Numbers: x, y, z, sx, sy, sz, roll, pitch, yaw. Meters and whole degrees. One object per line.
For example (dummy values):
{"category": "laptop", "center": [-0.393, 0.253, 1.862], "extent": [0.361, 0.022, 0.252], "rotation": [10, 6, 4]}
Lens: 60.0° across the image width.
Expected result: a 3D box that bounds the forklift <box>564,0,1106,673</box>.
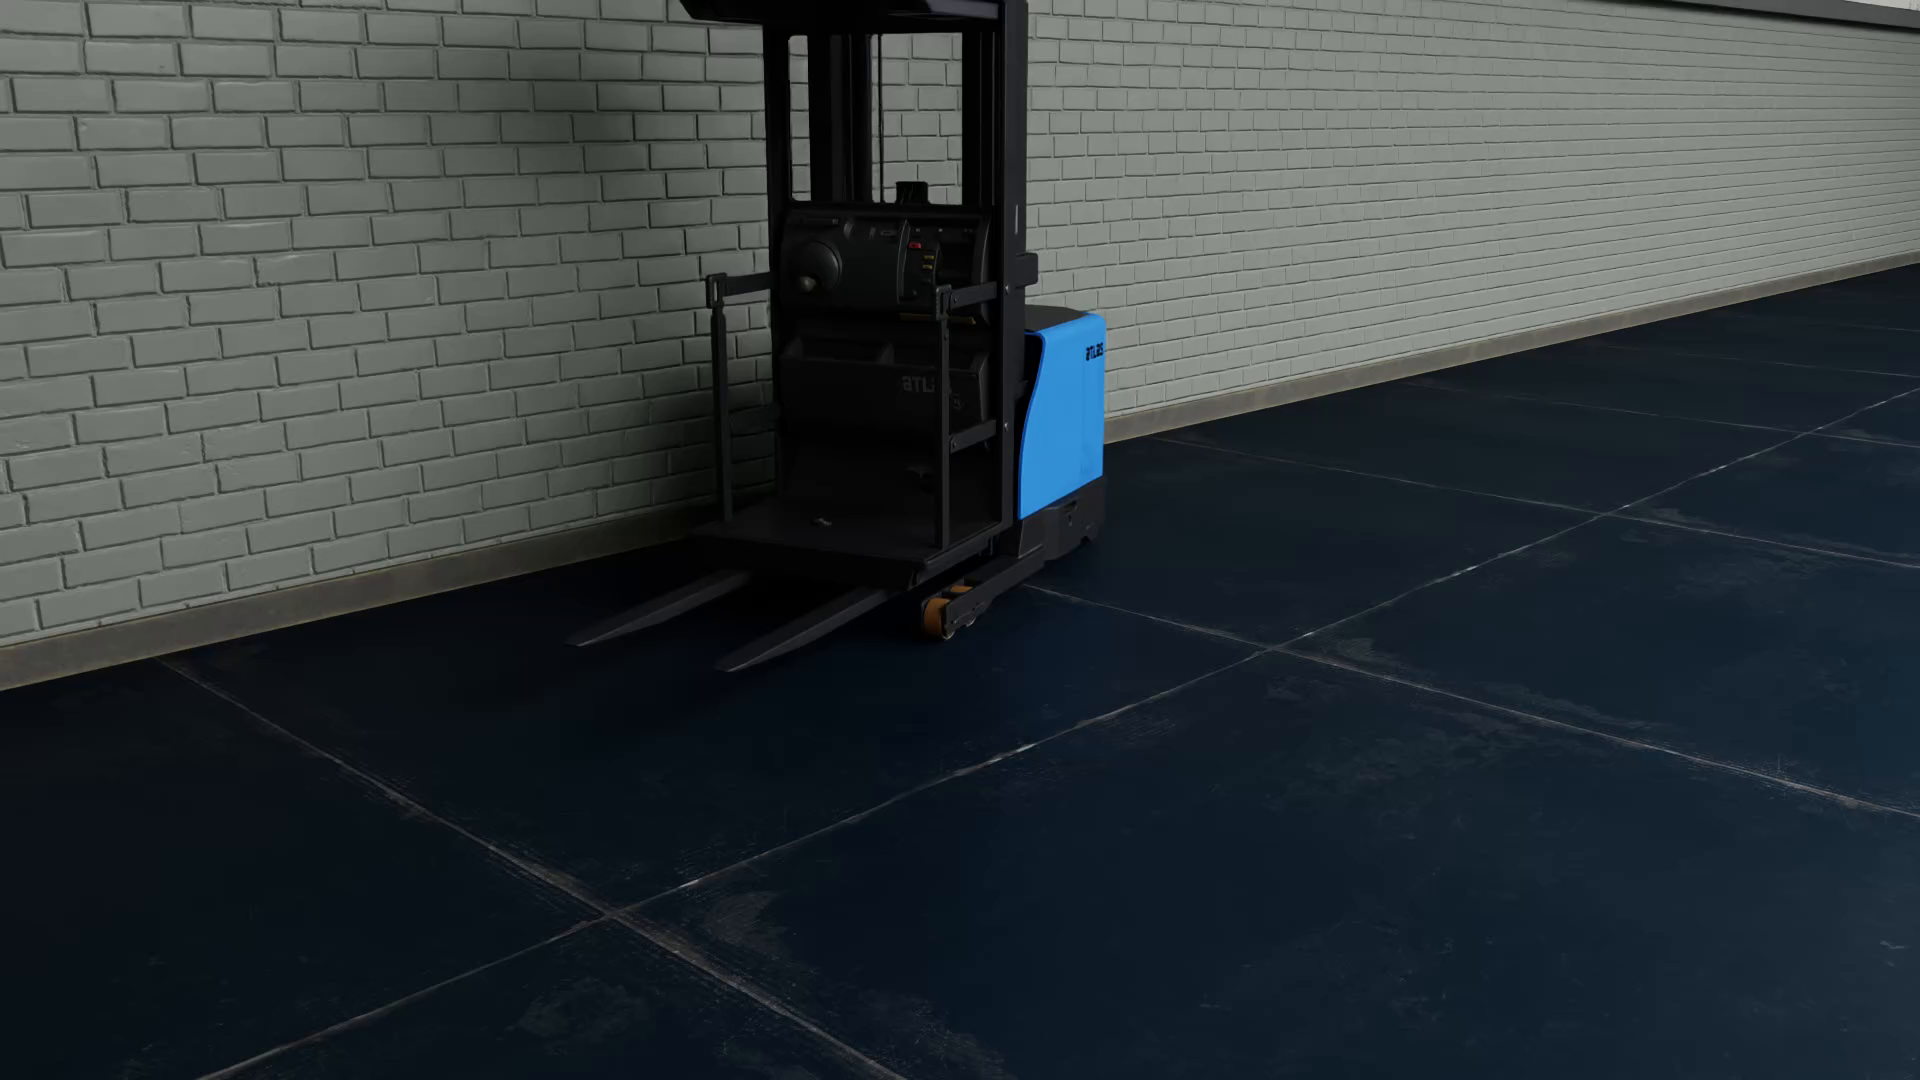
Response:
{"category": "forklift", "center": [-0.401, -1.155, 6.553], "extent": [1.130, 2.935, 3.031], "rotation": [7, 16, 25]}
